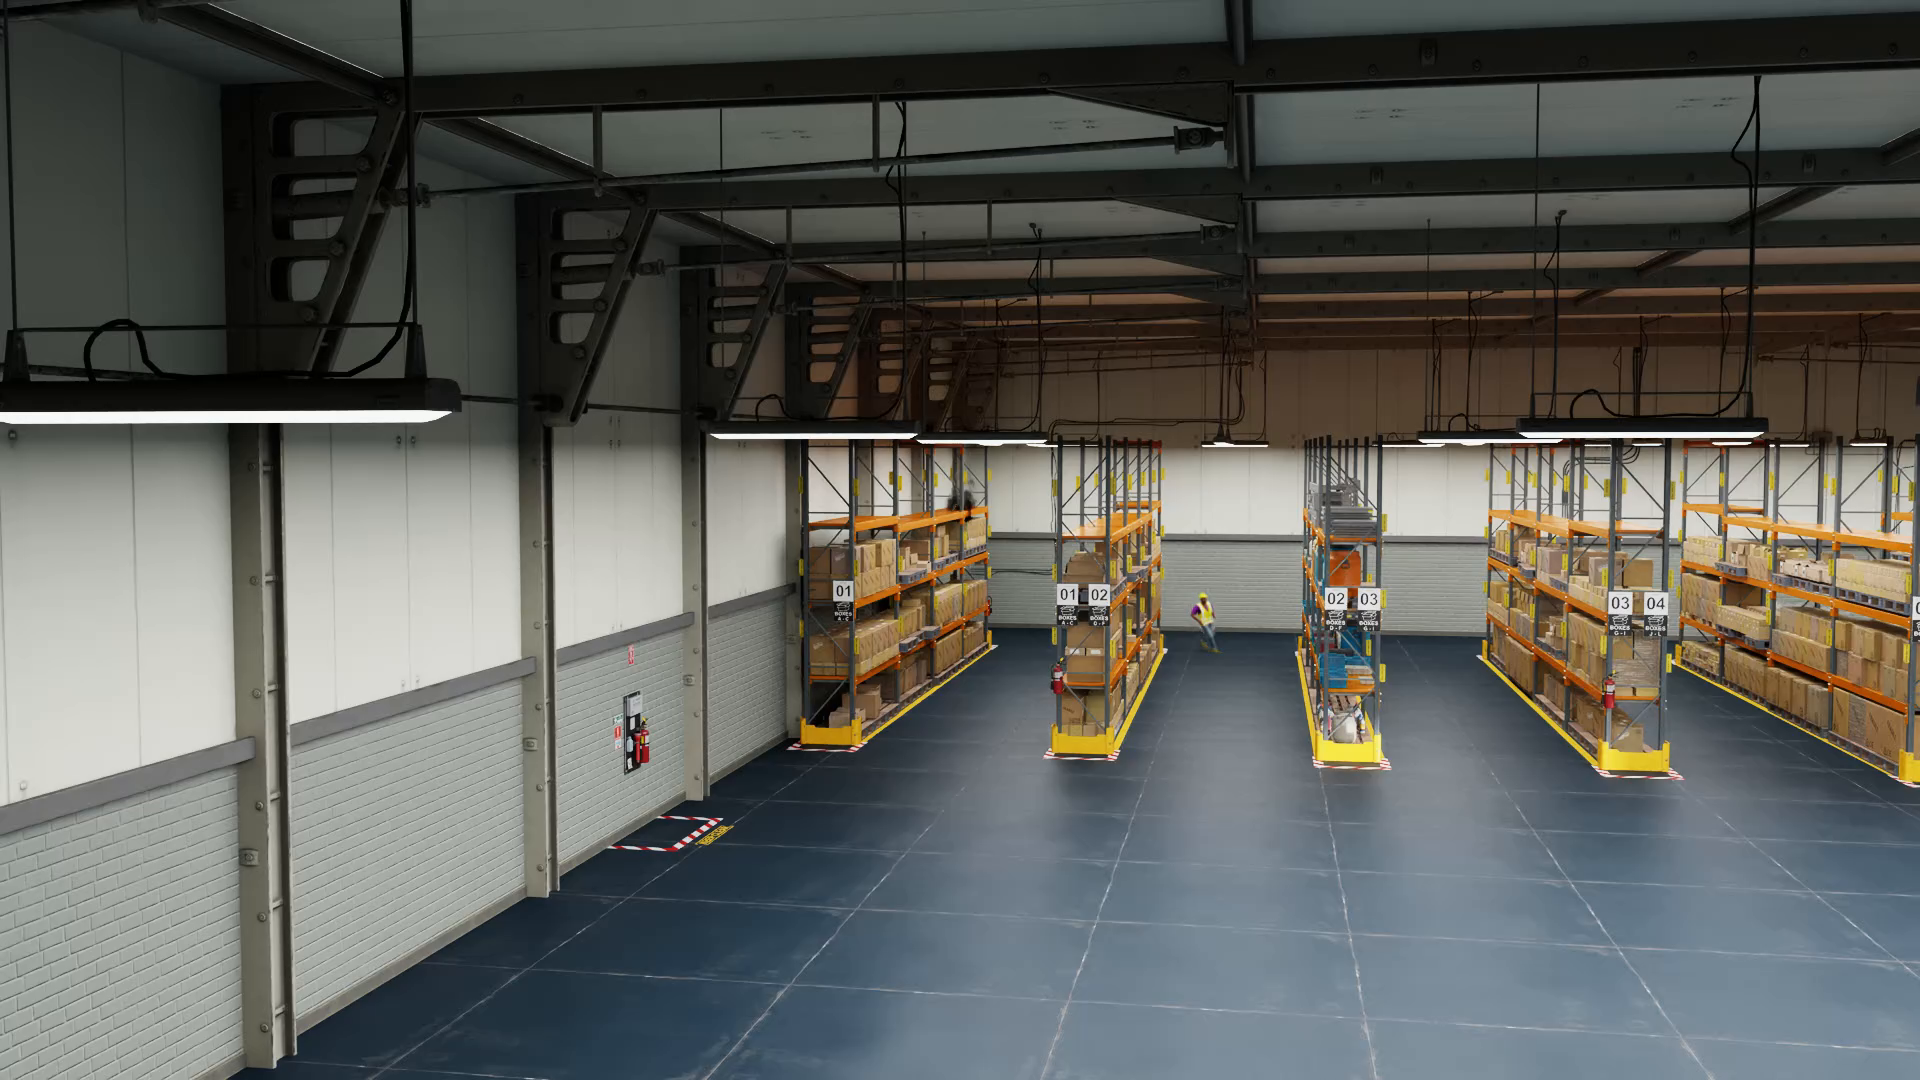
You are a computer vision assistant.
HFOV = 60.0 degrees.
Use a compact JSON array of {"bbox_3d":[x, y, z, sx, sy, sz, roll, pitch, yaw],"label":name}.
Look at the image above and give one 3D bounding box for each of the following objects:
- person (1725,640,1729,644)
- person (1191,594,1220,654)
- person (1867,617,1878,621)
[{"bbox_3d":[20.763,2.418,45.109,0.617,1.711,0.721,3,4,44],"label":"person"},{"bbox_3d":[6.879,2.348,46.912,0.705,1.700,0.786,-2,4,-30],"label":"person"},{"bbox_3d":[24.806,2.472,44.935,0.648,1.704,0.658,1,3,16],"label":"person"}]
